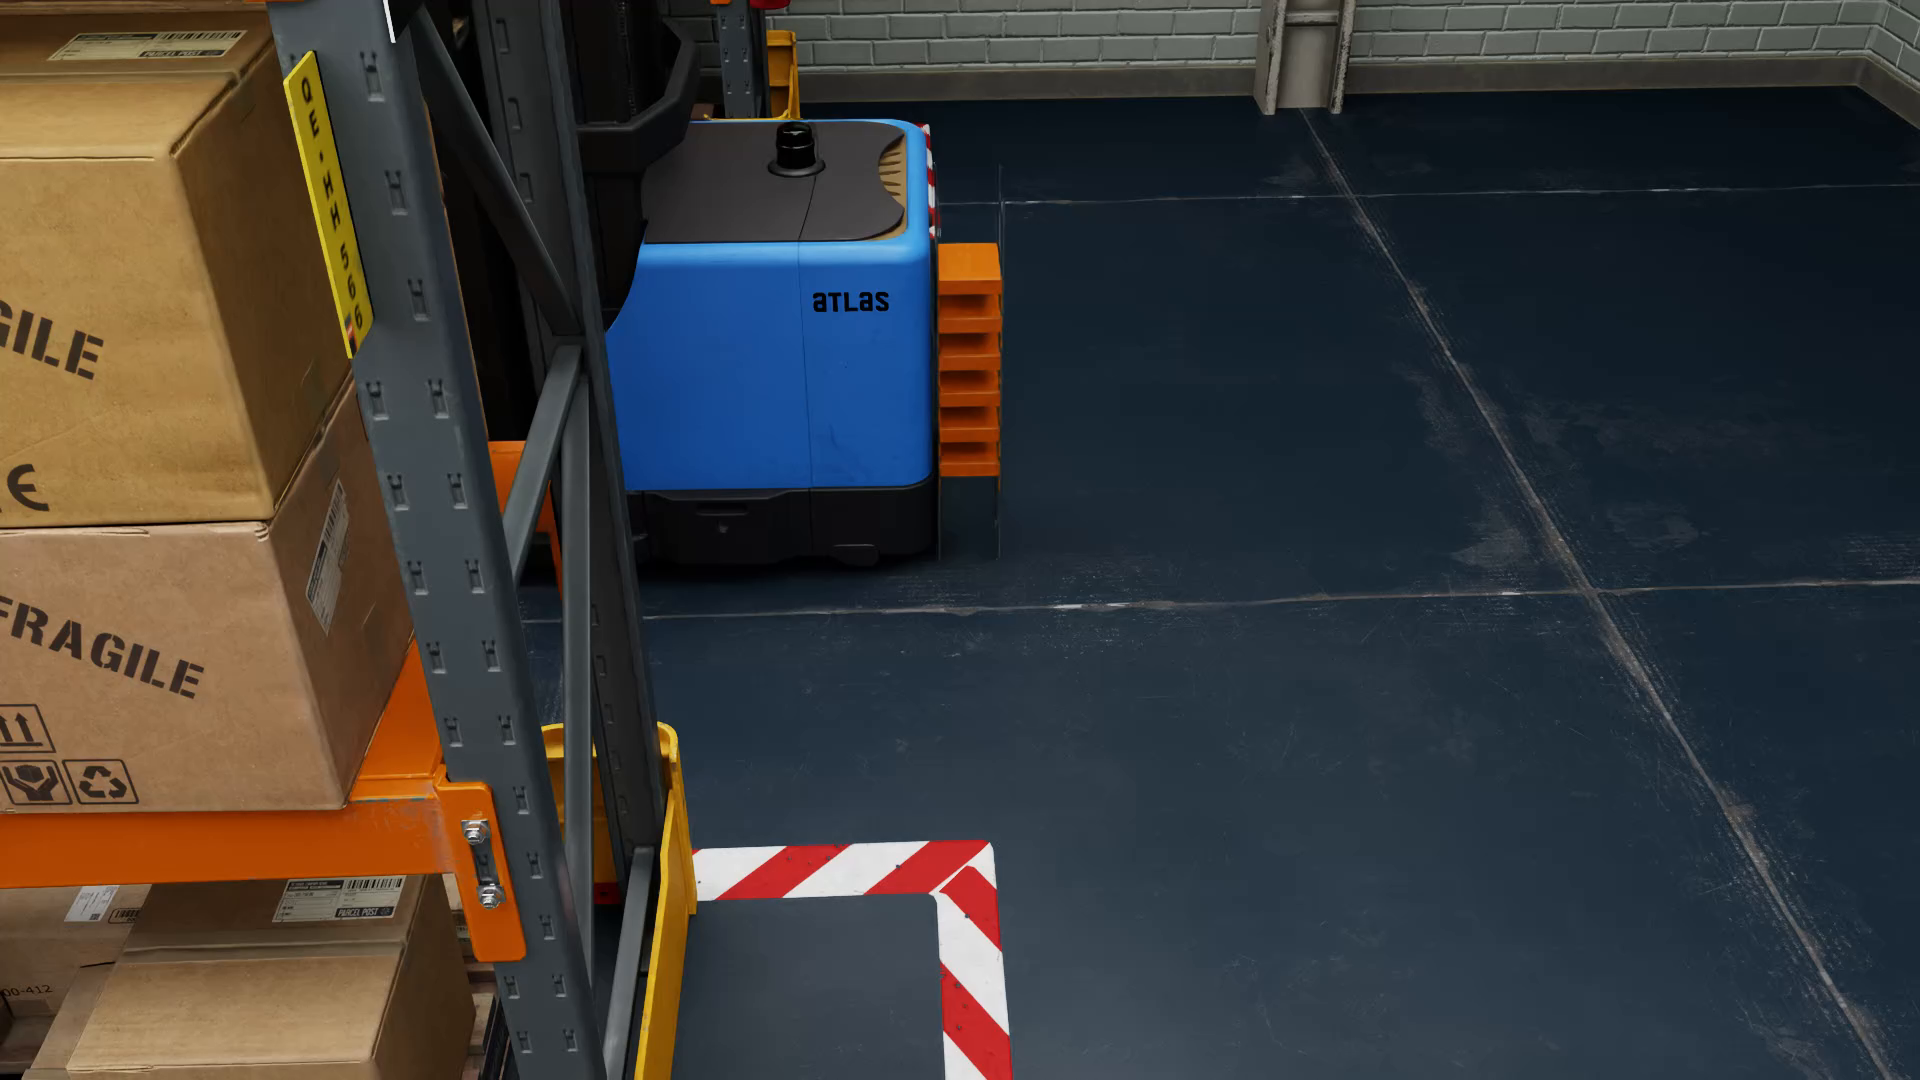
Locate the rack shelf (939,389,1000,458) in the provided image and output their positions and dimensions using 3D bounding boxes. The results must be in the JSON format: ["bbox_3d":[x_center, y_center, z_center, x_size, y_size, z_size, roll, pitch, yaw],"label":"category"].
[{"bbox_3d":[0.025,-0.357,5.001,0.180,0.103,0.258,-1,35,-1],"label":"rack shelf"}]

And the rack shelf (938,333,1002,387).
[{"bbox_3d":[0.025,-0.555,4.864,0.180,0.103,0.258,-1,35,-1],"label":"rack shelf"}]

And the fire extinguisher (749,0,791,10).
[{"bbox_3d":[-0.771,-2.450,6.550,0.183,0.674,0.296,-2,35,-2],"label":"fire extinguisher"}]

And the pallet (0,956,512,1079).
[{"bbox_3d":[-1.577,1.093,3.485,1.213,0.211,1.003,-2,35,-2],"label":"pallet"}]

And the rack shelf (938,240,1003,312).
[{"bbox_3d":[0.025,-0.752,4.728,0.180,0.103,0.258,-1,35,-1],"label":"rack shelf"}]

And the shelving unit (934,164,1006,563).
[{"bbox_3d":[0.025,-0.492,4.907,0.189,1.200,0.258,-1,35,-1],"label":"shelving unit"}]

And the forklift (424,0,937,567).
[{"bbox_3d":[-1.597,-1.376,4.662,3.031,2.935,1.130,-1,35,-1],"label":"forklift"}]

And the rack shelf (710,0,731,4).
[{"bbox_3d":[-2.941,-2.544,6.922,4.000,0.370,1.077,-2,35,-2],"label":"rack shelf"}]

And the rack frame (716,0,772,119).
[{"bbox_3d":[-0.943,-2.893,6.795,0.127,3.000,1.000,-2,35,-2],"label":"rack frame"}]

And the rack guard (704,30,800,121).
[{"bbox_3d":[-0.919,-1.866,7.507,0.348,0.500,1.175,-2,35,-2],"label":"rack guard"}]

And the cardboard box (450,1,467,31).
[{"bbox_3d":[-2.013,-2.115,6.927,0.250,0.149,0.380,-1,35,-1],"label":"cardboard box"}]

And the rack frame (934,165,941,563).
[{"bbox_3d":[-0.067,-0.491,4.905,0.006,1.200,0.240,-1,35,-1],"label":"rack frame"}]

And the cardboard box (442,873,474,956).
[{"bbox_3d":[-1.140,0.730,3.678,0.250,0.149,0.380,-2,35,-2],"label":"cardboard box"}]

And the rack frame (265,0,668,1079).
[{"bbox_3d":[-0.705,-0.077,2.726,0.127,3.000,1.000,-2,35,-2],"label":"rack frame"}]

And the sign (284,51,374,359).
[{"bbox_3d":[-0.699,-0.368,1.850,0.005,0.325,0.100,-2,35,-2],"label":"sign"}]

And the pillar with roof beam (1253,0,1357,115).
[{"bbox_3d":[1.916,-3.477,2.367,0.400,9.000,9.100,-2,35,-2],"label":"pillar with roof beam"}]

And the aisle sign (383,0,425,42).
[{"bbox_3d":[-0.623,-0.974,1.737,0.004,0.787,0.394,-2,35,-2],"label":"aisle sign"}]

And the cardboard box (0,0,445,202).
[{"bbox_3d":[-1.161,-0.668,2.612,0.500,0.500,0.500,-1,35,-1],"label":"cardboard box"}]

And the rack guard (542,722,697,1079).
[{"bbox_3d":[-0.781,0.952,3.434,0.348,0.500,1.175,-2,35,-2],"label":"rack guard"}]

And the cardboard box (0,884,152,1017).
[{"bbox_3d":[-1.761,0.739,3.576,0.500,0.250,0.500,-2,35,-2],"label":"cardboard box"}]

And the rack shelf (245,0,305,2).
[{"bbox_3d":[-2.703,-0.961,1.999,4.000,0.370,1.077,-2,35,-2],"label":"rack shelf"}]

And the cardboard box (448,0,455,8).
[{"bbox_3d":[-2.278,-2.326,7.232,0.250,0.149,0.380,-1,35,-2],"label":"cardboard box"}]

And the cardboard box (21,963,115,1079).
[{"bbox_3d":[-1.645,1.021,3.242,0.250,0.166,0.380,-2,35,-2],"label":"cardboard box"}]

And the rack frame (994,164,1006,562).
[{"bbox_3d":[0.116,-0.494,4.909,0.006,1.200,0.240,-1,35,-1],"label":"rack frame"}]

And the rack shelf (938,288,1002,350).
[{"bbox_3d":[0.025,-0.653,4.796,0.180,0.103,0.258,-1,35,-1],"label":"rack shelf"}]

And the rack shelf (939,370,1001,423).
[{"bbox_3d":[0.025,-0.456,4.932,0.180,0.103,0.258,-1,35,-1],"label":"rack shelf"}]

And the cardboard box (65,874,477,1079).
[{"bbox_3d":[-1.237,0.924,3.089,0.500,0.500,0.500,-2,35,-2],"label":"cardboard box"}]

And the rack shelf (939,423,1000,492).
[{"bbox_3d":[0.025,-0.259,5.069,0.180,0.103,0.258,-1,35,-1],"label":"rack shelf"}]

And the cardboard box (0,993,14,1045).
[{"bbox_3d":[-2.187,1.035,3.148,0.500,0.250,0.500,-2,35,-2],"label":"cardboard box"}]

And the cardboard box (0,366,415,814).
[{"bbox_3d":[-1.140,0.048,2.457,0.500,0.500,0.500,-1,35,-1],"label":"cardboard box"}]

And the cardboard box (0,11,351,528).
[{"bbox_3d":[-1.137,-0.361,2.170,0.500,0.500,0.500,-2,35,-3],"label":"cardboard box"}]

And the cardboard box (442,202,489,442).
[{"bbox_3d":[-1.161,-0.257,2.897,0.500,0.500,0.500,-1,35,-1],"label":"cardboard box"}]

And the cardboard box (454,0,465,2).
[{"bbox_3d":[-2.028,-2.332,7.241,0.250,0.149,0.380,-1,35,-2],"label":"cardboard box"}]

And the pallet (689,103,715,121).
[{"bbox_3d":[-1.738,-1.681,7.493,1.213,0.211,1.003,-2,35,-2],"label":"pallet"}]

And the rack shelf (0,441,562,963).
[{"bbox_3d":[-2.703,0.272,2.853,4.000,0.370,1.077,-2,35,-2],"label":"rack shelf"}]
